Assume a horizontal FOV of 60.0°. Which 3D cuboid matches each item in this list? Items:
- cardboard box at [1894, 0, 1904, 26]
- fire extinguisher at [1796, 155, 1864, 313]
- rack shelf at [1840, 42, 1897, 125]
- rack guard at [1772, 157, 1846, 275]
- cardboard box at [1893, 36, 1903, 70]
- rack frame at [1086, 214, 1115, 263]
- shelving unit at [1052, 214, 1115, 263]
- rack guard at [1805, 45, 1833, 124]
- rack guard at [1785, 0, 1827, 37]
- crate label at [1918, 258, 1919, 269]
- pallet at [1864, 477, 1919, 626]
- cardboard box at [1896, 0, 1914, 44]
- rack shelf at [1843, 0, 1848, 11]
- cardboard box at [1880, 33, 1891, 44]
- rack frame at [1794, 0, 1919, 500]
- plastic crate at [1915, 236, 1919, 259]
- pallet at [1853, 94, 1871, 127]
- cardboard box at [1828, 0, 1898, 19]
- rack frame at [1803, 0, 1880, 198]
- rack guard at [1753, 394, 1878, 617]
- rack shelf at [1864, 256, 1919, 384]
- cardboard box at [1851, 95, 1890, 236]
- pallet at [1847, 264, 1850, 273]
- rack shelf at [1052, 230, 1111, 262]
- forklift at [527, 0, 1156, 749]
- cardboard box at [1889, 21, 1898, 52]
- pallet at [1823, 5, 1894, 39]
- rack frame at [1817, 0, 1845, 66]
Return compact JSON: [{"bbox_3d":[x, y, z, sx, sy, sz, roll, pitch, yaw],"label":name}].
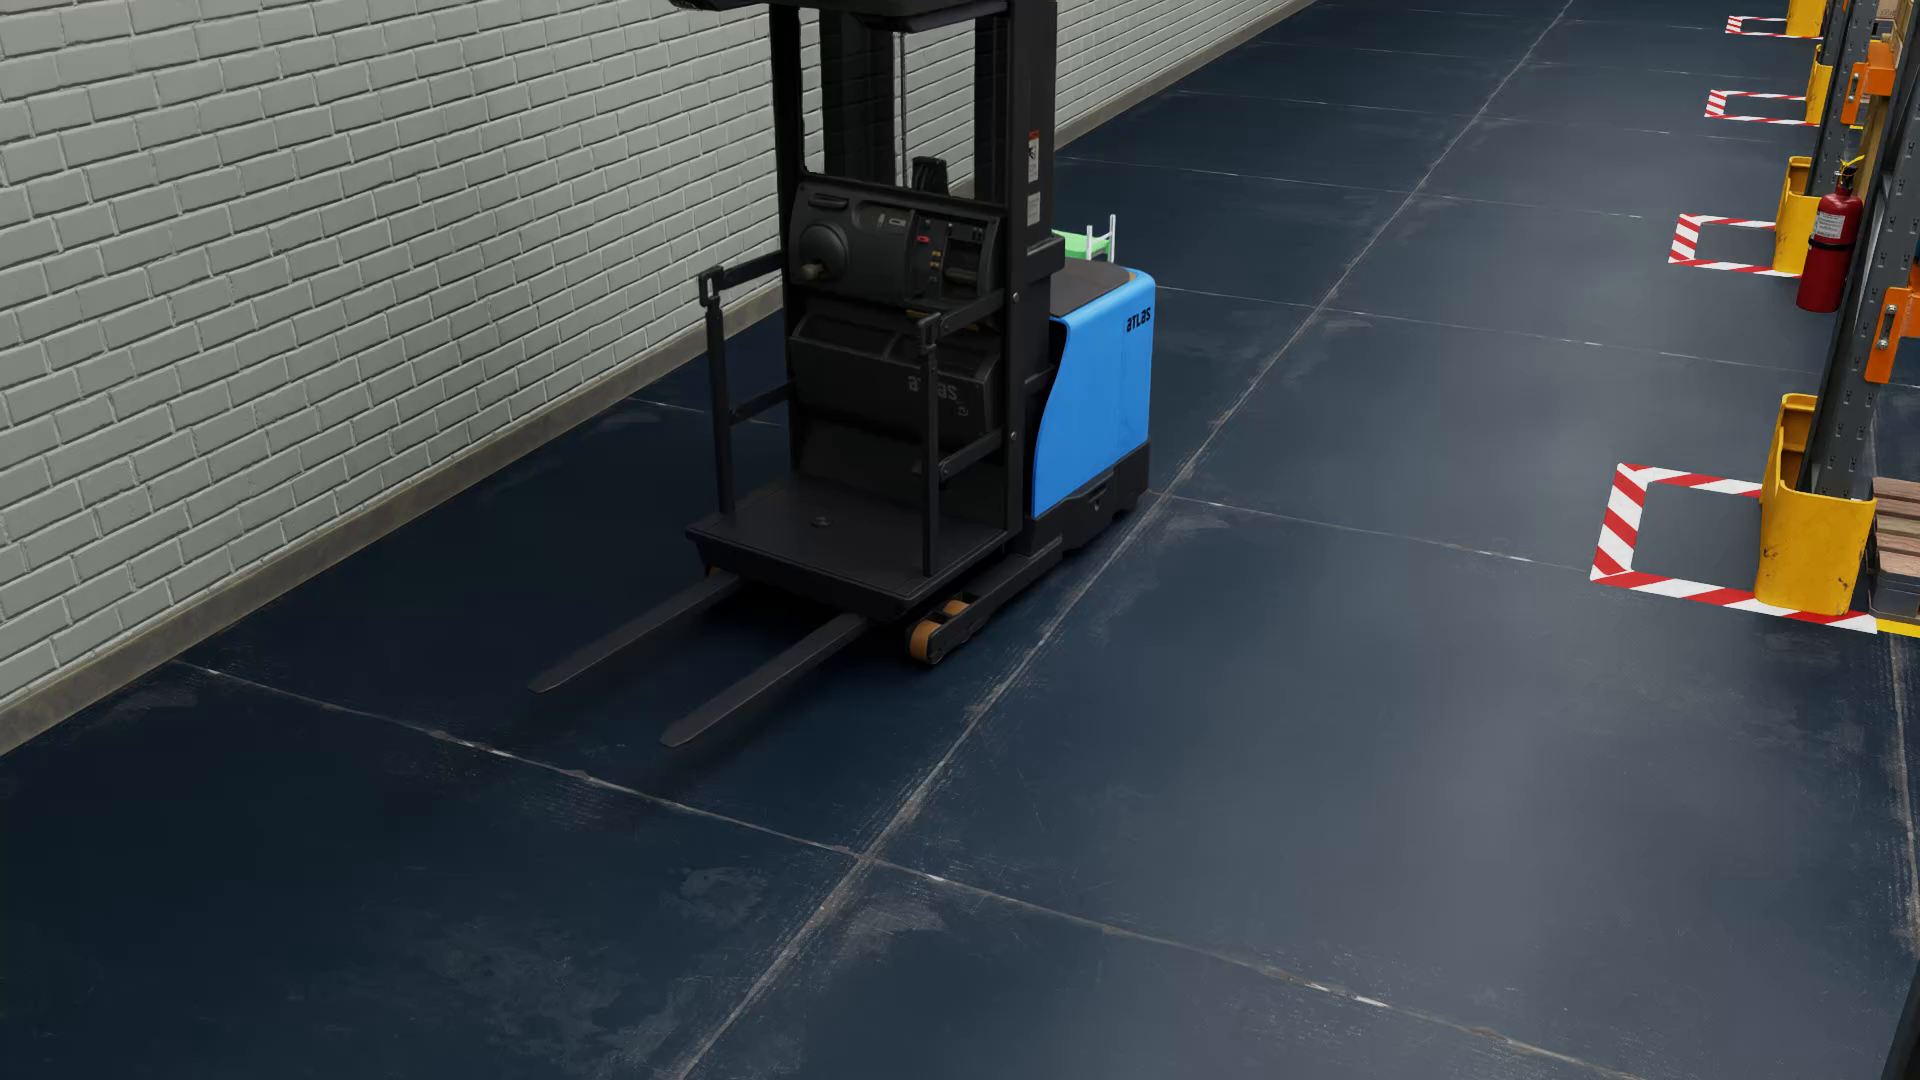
[{"bbox_3d":[6.242,-3.373,10.538,0.500,0.250,0.500,11,28,21],"label":"cardboard box"},{"bbox_3d":[3.691,-1.305,7.015,0.183,0.674,0.296,11,28,22],"label":"fire extinguisher"},{"bbox_3d":[7.511,-2.600,9.950,4.000,0.370,1.077,11,28,22],"label":"rack shelf"},{"bbox_3d":[5.669,-2.172,11.095,0.348,0.500,1.175,11,28,22],"label":"rack guard"},{"bbox_3d":[5.877,-2.978,10.188,0.250,0.149,0.380,12,29,22],"label":"cardboard box"},{"bbox_3d":[0.632,-0.891,7.701,0.015,1.200,0.240,16,30,29],"label":"rack frame"},{"bbox_3d":[0.427,-0.949,7.820,0.503,1.200,0.258,16,30,29],"label":"shelving unit"},{"bbox_3d":[7.905,-4.129,15.071,0.348,0.500,1.175,11,28,22],"label":"rack guard"},{"bbox_3d":[9.771,-6.156,19.188,0.348,0.500,1.175,11,28,22],"label":"rack guard"},{"bbox_3d":[3.729,-1.071,6.152,0.303,0.233,0.416,11,28,22],"label":"crate label"},{"bbox_3d":[4.375,0.120,6.767,1.213,0.211,1.003,11,28,22],"label":"pallet"},{"bbox_3d":[6.016,-3.159,10.102,0.500,0.250,0.500,11,28,20],"label":"cardboard box"},{"bbox_3d":[9.656,-4.576,13.963,4.000,0.370,1.077,11,28,22],"label":"rack shelf"},{"bbox_3d":[8.423,-4.446,14.963,0.250,0.149,0.380,12,29,22],"label":"cardboard box"},{"bbox_3d":[3.640,-1.297,6.489,0.127,3.000,1.000,11,28,22],"label":"rack frame"},{"bbox_3d":[4.023,-1.354,6.496,0.499,0.435,0.616,11,28,22],"label":"plastic crate"},{"bbox_3d":[8.630,-3.837,14.804,1.213,0.211,1.003,11,28,22],"label":"pallet"},{"bbox_3d":[10.435,-6.232,18.937,0.875,0.438,0.875,10,28,20],"label":"cardboard box"},{"bbox_3d":[5.691,-3.289,10.534,0.127,3.000,1.000,11,28,22],"label":"rack frame"},{"bbox_3d":[3.613,-0.175,7.039,0.348,0.500,1.175,11,28,22],"label":"rack guard"},{"bbox_3d":[5.461,-0.609,5.905,4.000,0.370,1.077,11,28,22],"label":"rack shelf"},{"bbox_3d":[6.306,-2.439,10.738,0.875,0.875,0.875,11,28,22],"label":"cardboard box"},{"bbox_3d":[6.451,-1.923,10.917,1.213,0.211,1.003,11,28,22],"label":"pallet"},{"bbox_3d":[0.427,-1.323,7.636,0.480,0.148,0.258,16,30,29],"label":"rack shelf"},{"bbox_3d":[-0.374,-1.082,6.129,1.130,2.935,3.031,16,31,30],"label":"forklift"},{"bbox_3d":[6.151,-3.243,10.726,0.250,0.149,0.380,12,29,23],"label":"cardboard box"},{"bbox_3d":[10.553,-5.908,19.010,1.213,0.211,1.003,11,28,22],"label":"pallet"},{"bbox_3d":[7.836,-5.265,14.547,0.127,3.000,1.000,11,28,22],"label":"rack frame"}]
